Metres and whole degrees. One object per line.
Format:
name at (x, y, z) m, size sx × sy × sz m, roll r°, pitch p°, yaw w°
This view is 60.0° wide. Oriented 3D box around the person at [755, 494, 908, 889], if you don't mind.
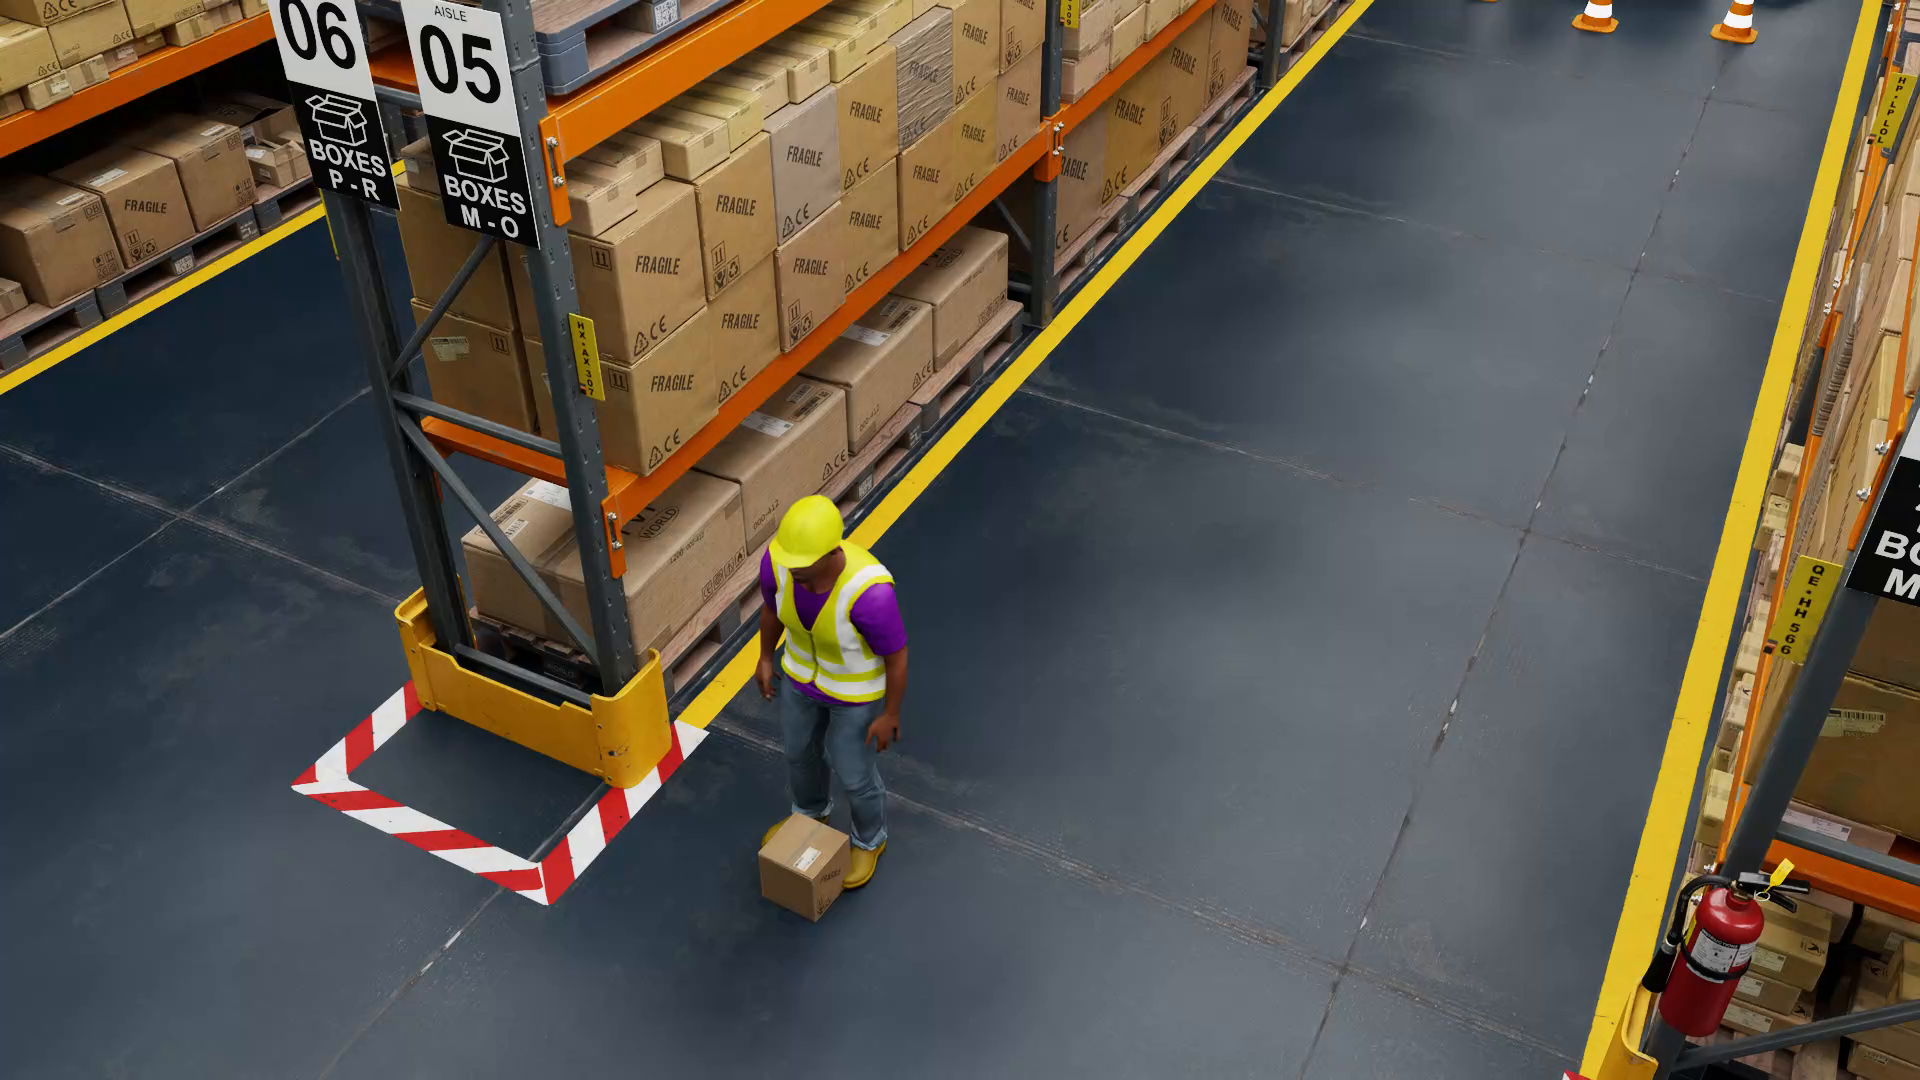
person at (-0.480, 0.533, 6.046) m, size 0.628 × 1.761 × 0.462 m, roll 22°, pitch 43°, yaw 25°
